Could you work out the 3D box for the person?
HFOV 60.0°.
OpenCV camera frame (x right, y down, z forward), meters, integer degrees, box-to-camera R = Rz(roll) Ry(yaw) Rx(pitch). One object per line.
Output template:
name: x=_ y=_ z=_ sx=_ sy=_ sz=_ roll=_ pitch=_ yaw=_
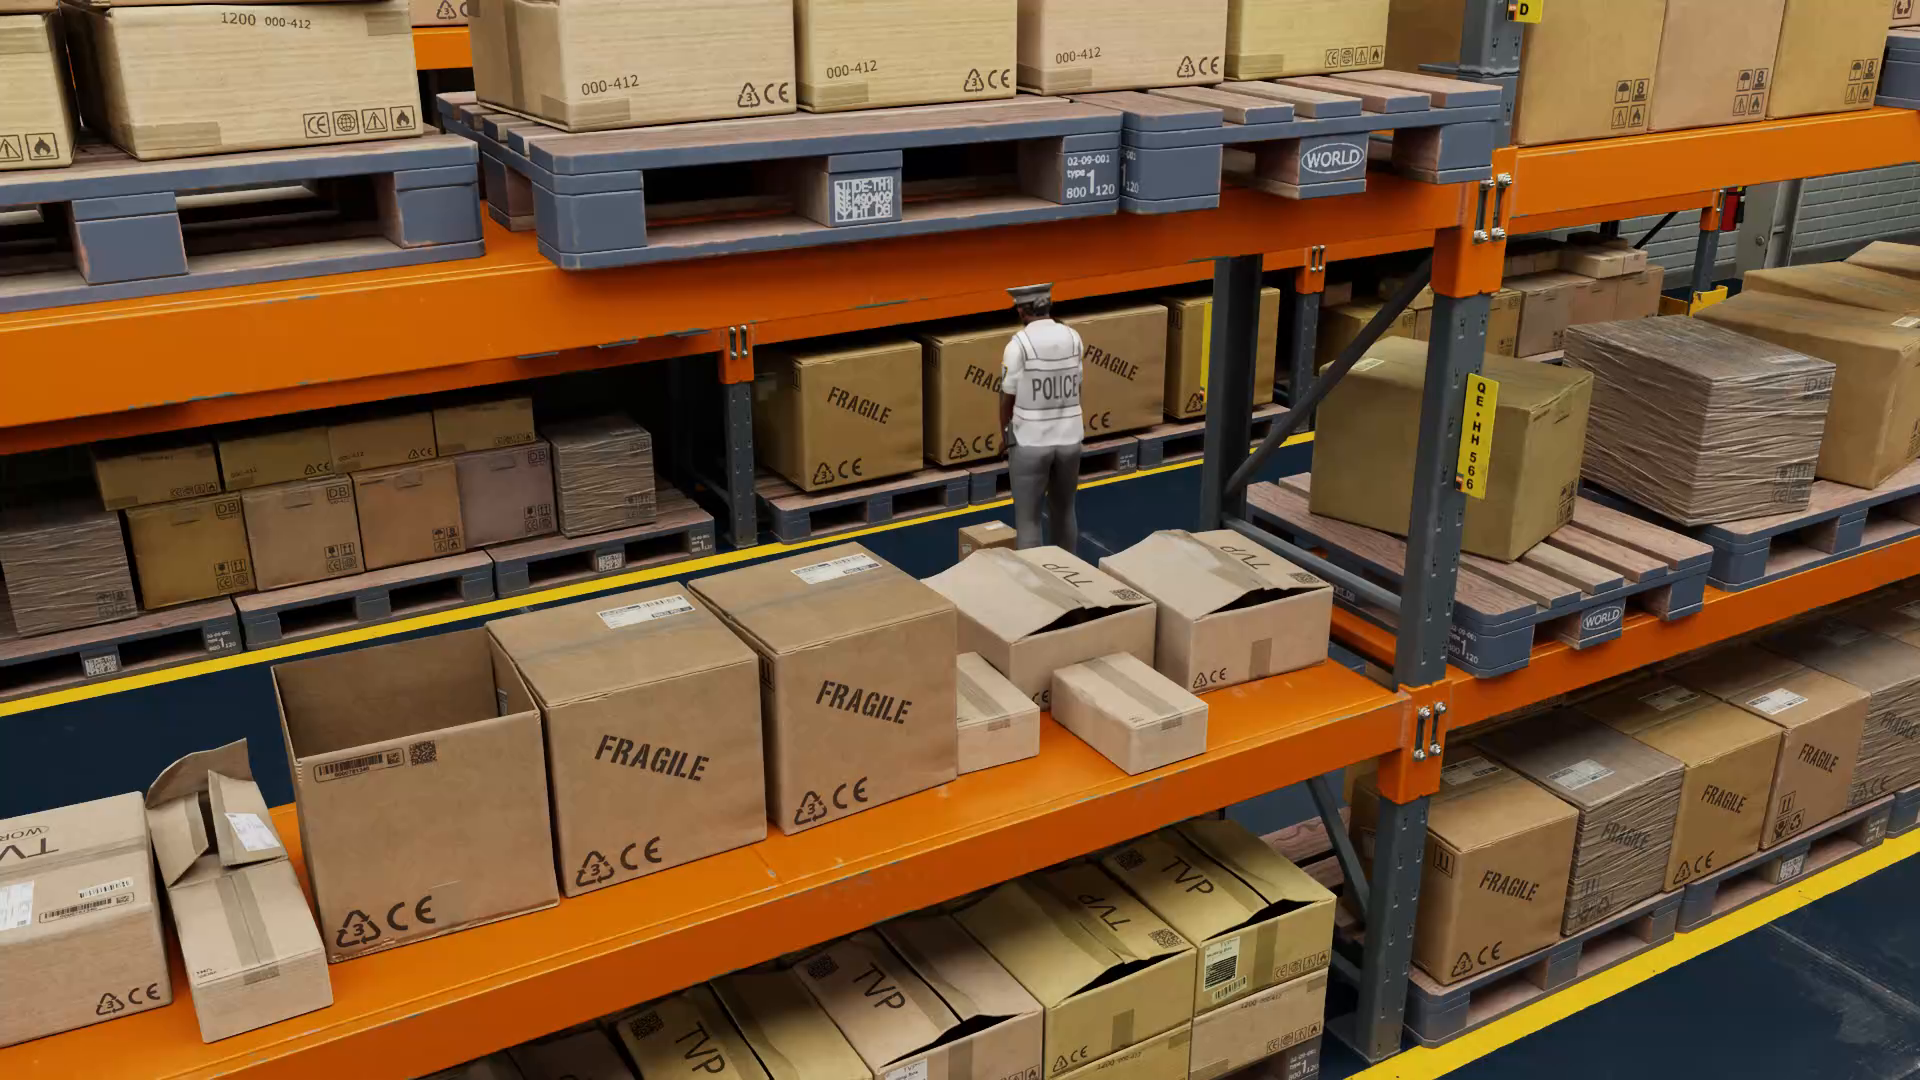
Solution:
person: x=0.413 y=-0.458 z=8.256 sx=0.521 sy=1.687 sz=0.516 roll=-11 pitch=24 yaw=-25
